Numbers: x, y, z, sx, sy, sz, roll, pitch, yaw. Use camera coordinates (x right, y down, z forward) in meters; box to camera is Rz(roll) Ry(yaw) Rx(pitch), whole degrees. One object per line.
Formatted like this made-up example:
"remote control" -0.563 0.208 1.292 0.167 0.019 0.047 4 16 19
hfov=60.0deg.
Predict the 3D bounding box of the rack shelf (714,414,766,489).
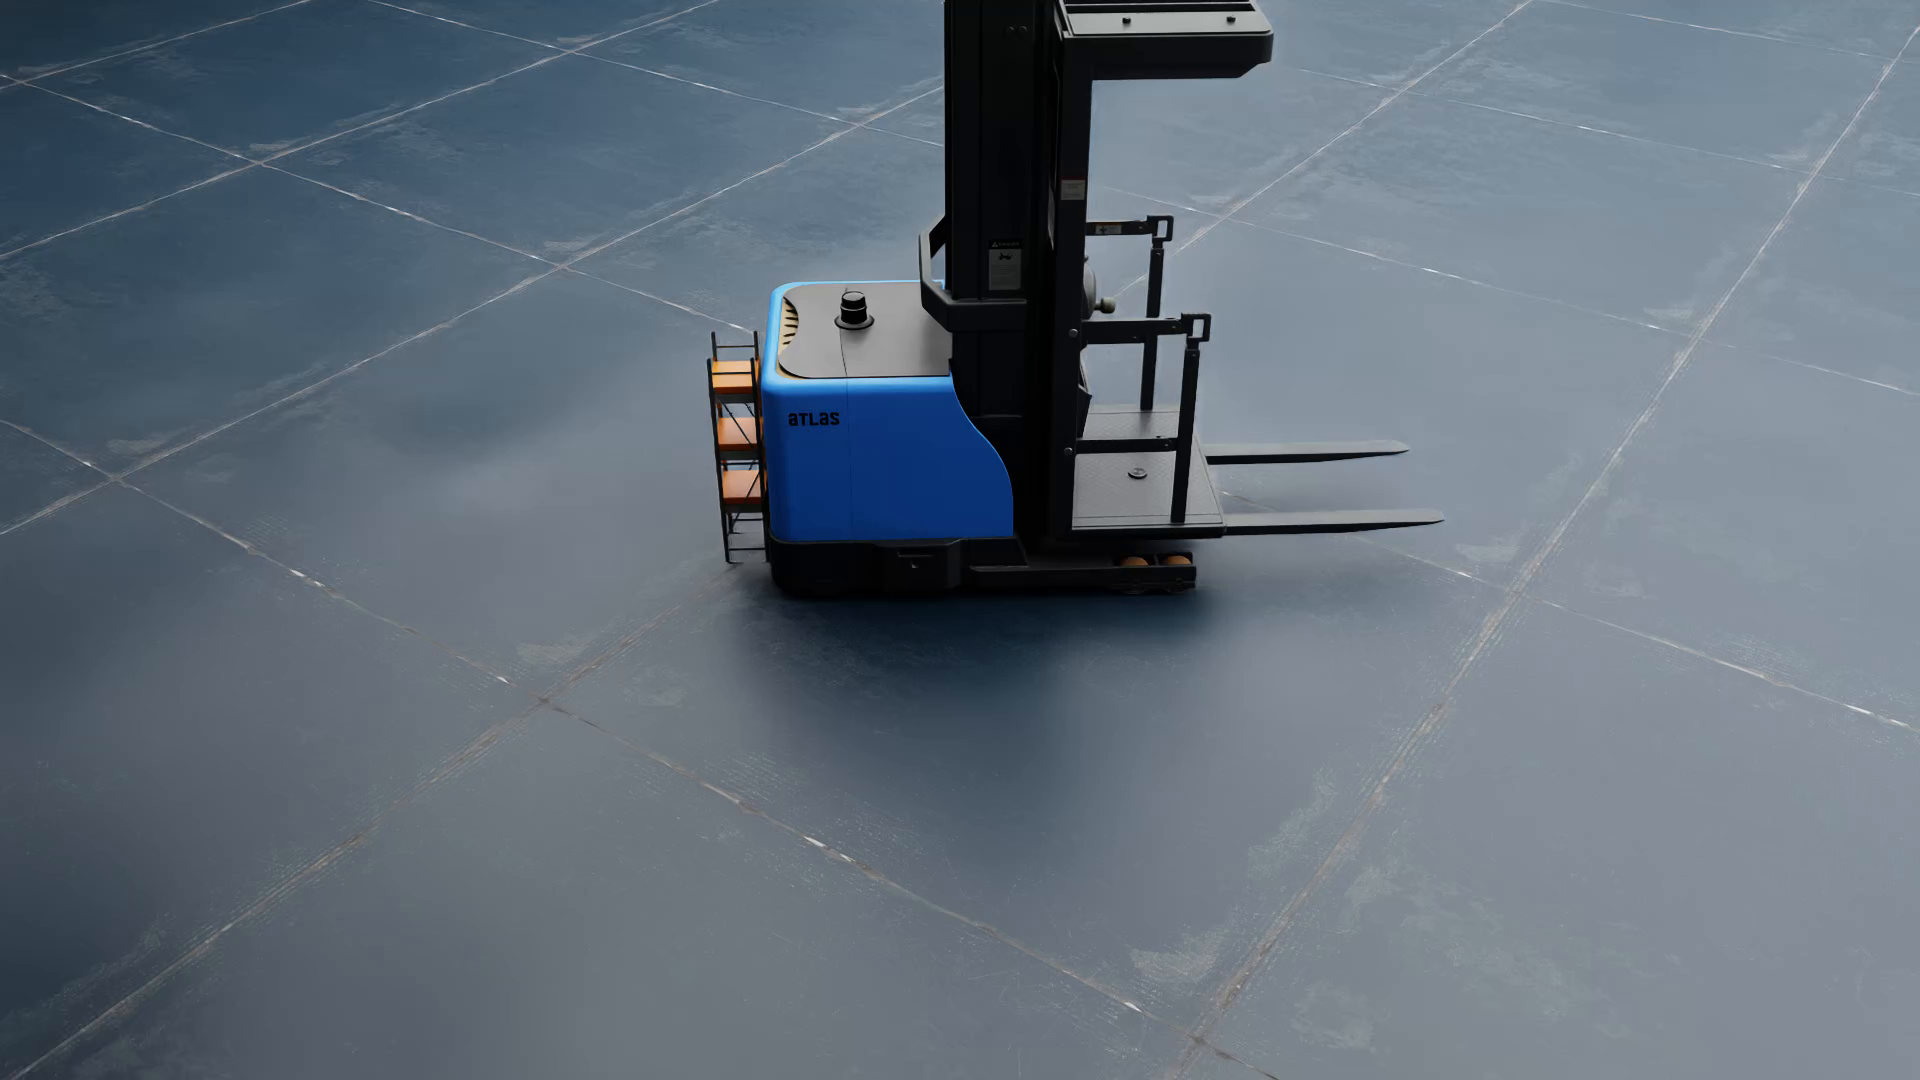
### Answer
"rack shelf" -0.974 -0.392 7.411 0.215 0.259 0.240 -1 34 -2

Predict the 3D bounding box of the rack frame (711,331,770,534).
"rack frame" -0.979 -0.469 7.506 0.200 1.050 0.008 -1 34 -2

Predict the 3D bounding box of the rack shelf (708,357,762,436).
"rack shelf" -0.974 -0.627 7.252 0.215 0.259 0.240 -1 34 -2

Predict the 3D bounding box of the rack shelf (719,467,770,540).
"rack shelf" -0.973 -0.161 7.567 0.215 0.259 0.240 -1 34 -2

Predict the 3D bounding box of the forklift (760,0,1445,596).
"forklift" 0.659 -1.269 7.010 3.031 2.935 1.130 -1 34 -2

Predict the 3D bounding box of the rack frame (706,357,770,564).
"rack frame" -0.968 -0.332 7.304 0.200 1.050 0.008 -1 34 -2

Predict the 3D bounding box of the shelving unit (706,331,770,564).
"shelving unit" -0.974 -0.400 7.405 0.215 1.050 0.252 -1 34 -2
